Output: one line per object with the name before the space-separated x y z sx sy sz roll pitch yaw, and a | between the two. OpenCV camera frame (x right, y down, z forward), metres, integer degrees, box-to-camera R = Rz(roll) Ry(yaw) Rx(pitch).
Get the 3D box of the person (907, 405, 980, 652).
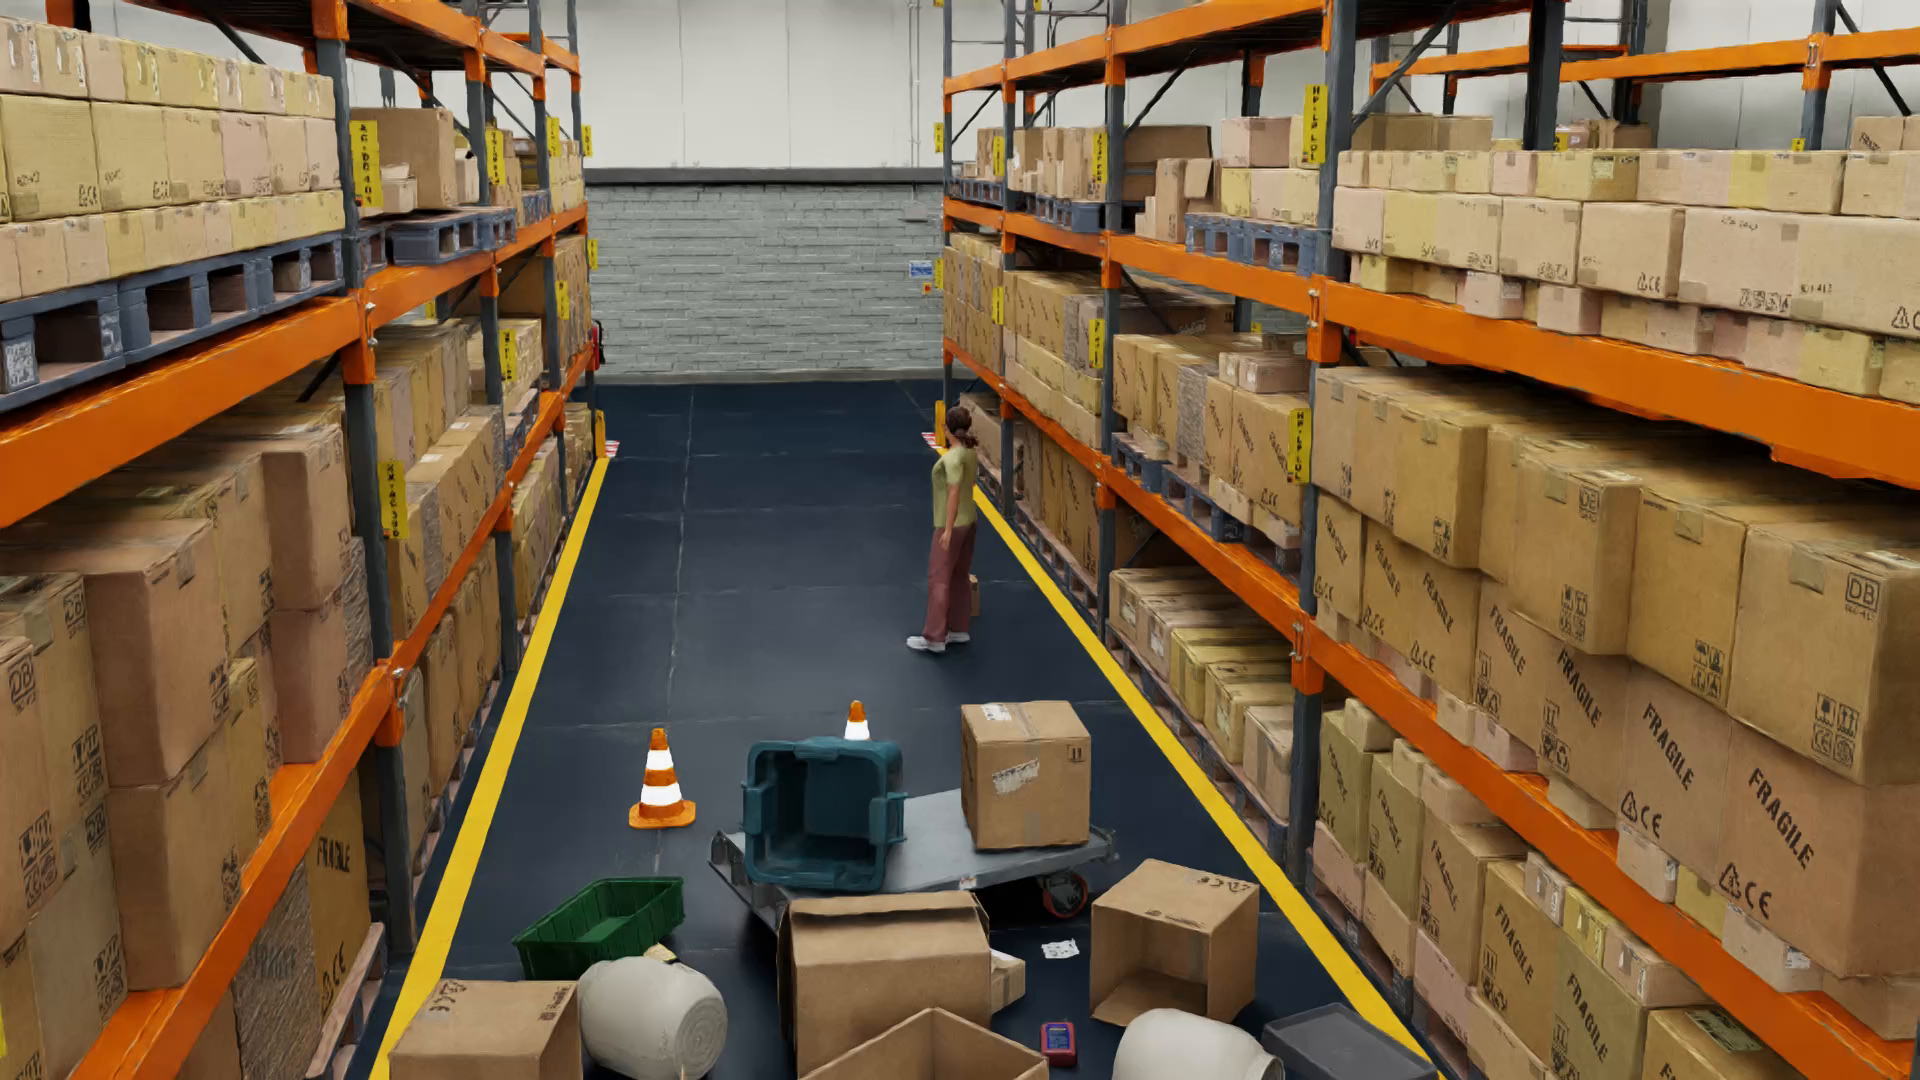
person | -0.093 -0.089 11.316 0.486 1.678 0.478 6 14 23
